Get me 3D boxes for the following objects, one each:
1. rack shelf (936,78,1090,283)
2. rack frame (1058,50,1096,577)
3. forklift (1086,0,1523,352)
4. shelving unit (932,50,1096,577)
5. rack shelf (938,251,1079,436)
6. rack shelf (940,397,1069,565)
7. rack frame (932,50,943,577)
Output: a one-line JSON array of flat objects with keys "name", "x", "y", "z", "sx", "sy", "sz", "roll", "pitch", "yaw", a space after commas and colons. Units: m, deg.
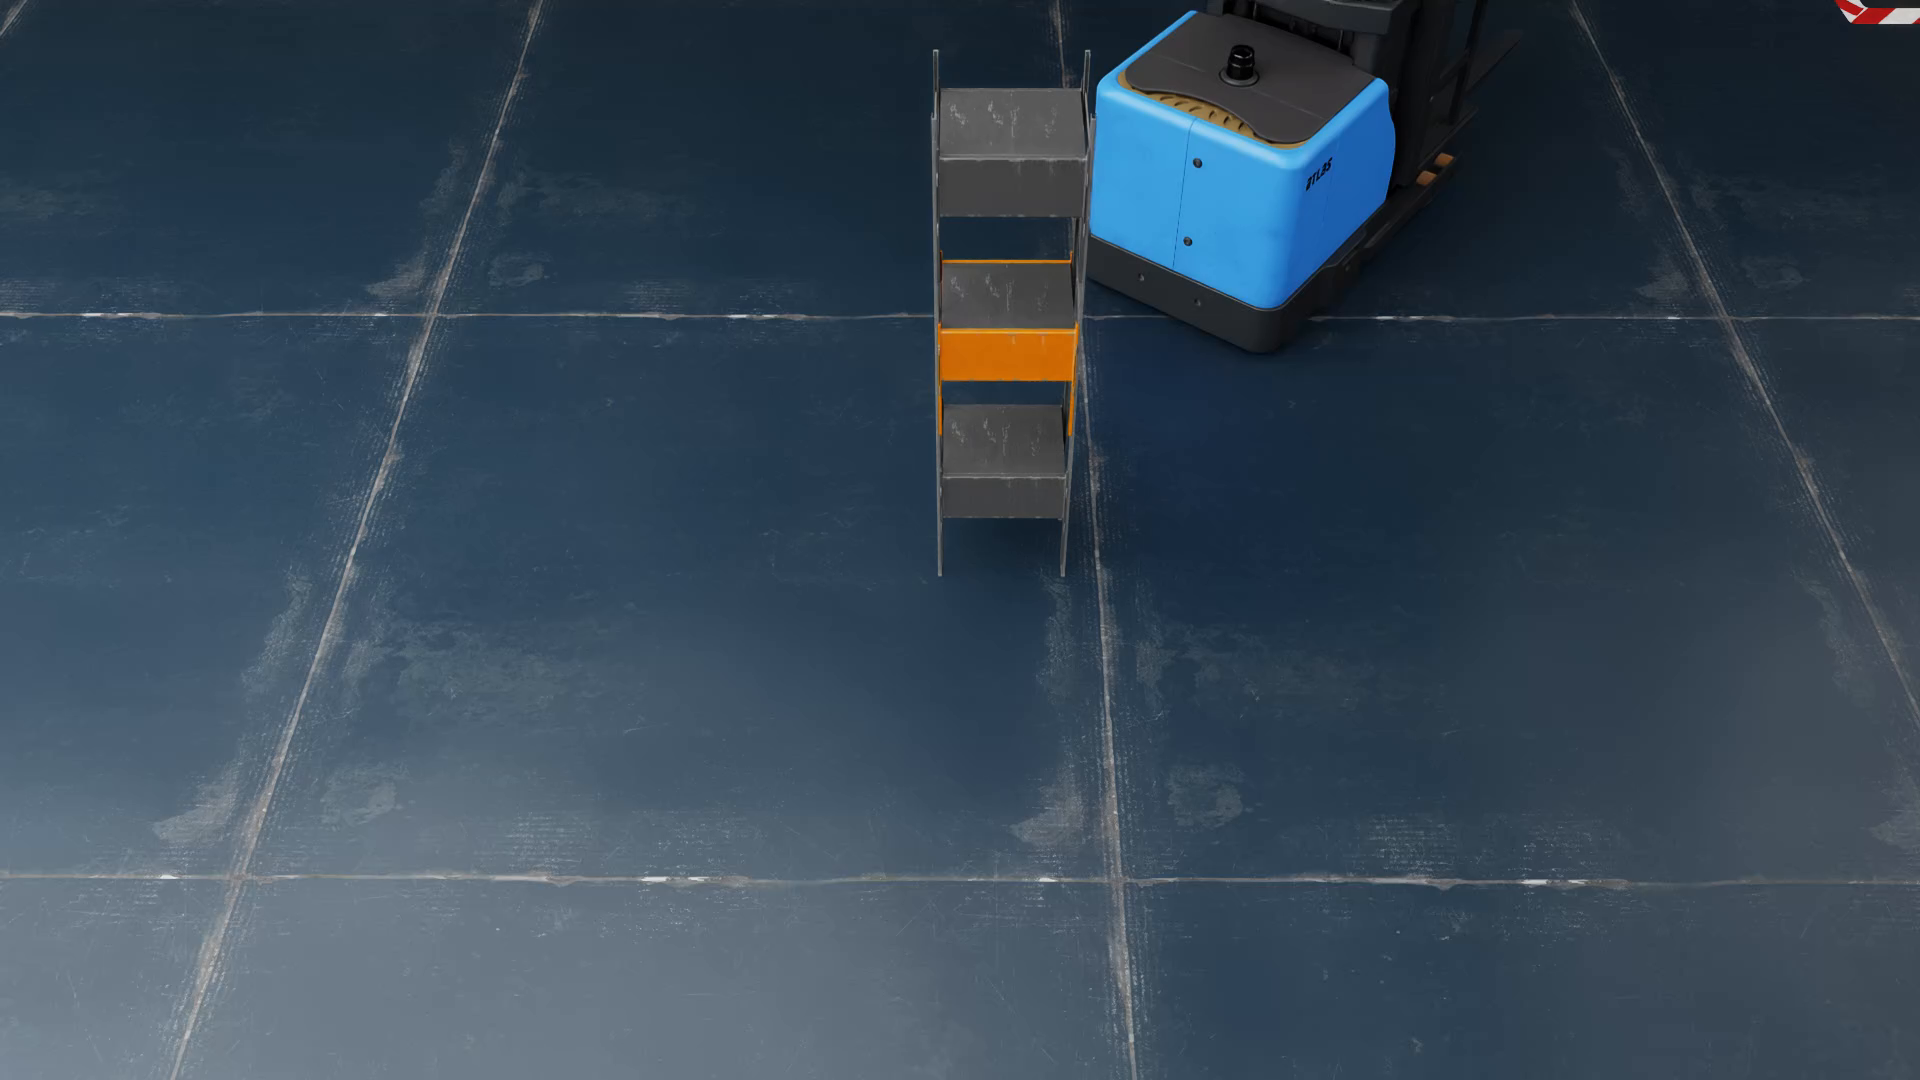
[{"name": "rack shelf", "x": 0.166, "y": -1.183, "z": 5.479, "sx": 0.480, "sy": 0.518, "sz": 0.431, "roll": 0, "pitch": 47, "yaw": 0}, {"name": "rack frame", "x": 0.410, "y": -0.714, "z": 5.980, "sx": 0.015, "sy": 2.100, "sz": 0.400, "roll": 0, "pitch": 47, "yaw": 0}, {"name": "forklift", "x": 1.865, "y": -2.869, "z": 7.418, "sx": 1.130, "sy": 2.935, "sz": 3.031, "roll": 29, "pitch": 53, "yaw": 24}, {"name": "shelving unit", "x": 0.166, "y": -0.715, "z": 5.981, "sx": 0.503, "sy": 2.100, "sz": 0.431, "roll": 0, "pitch": 47, "yaw": 0}, {"name": "rack shelf", "x": 0.166, "y": -0.706, "z": 5.991, "sx": 0.480, "sy": 0.518, "sz": 0.431, "roll": 0, "pitch": 47, "yaw": 0}, {"name": "rack shelf", "x": 0.166, "y": -0.229, "z": 6.503, "sx": 0.480, "sy": 0.518, "sz": 0.431, "roll": 0, "pitch": 47, "yaw": 0}, {"name": "rack frame", "x": -0.078, "y": -0.716, "z": 5.982, "sx": 0.015, "sy": 2.100, "sz": 0.400, "roll": 0, "pitch": 47, "yaw": 0}]
